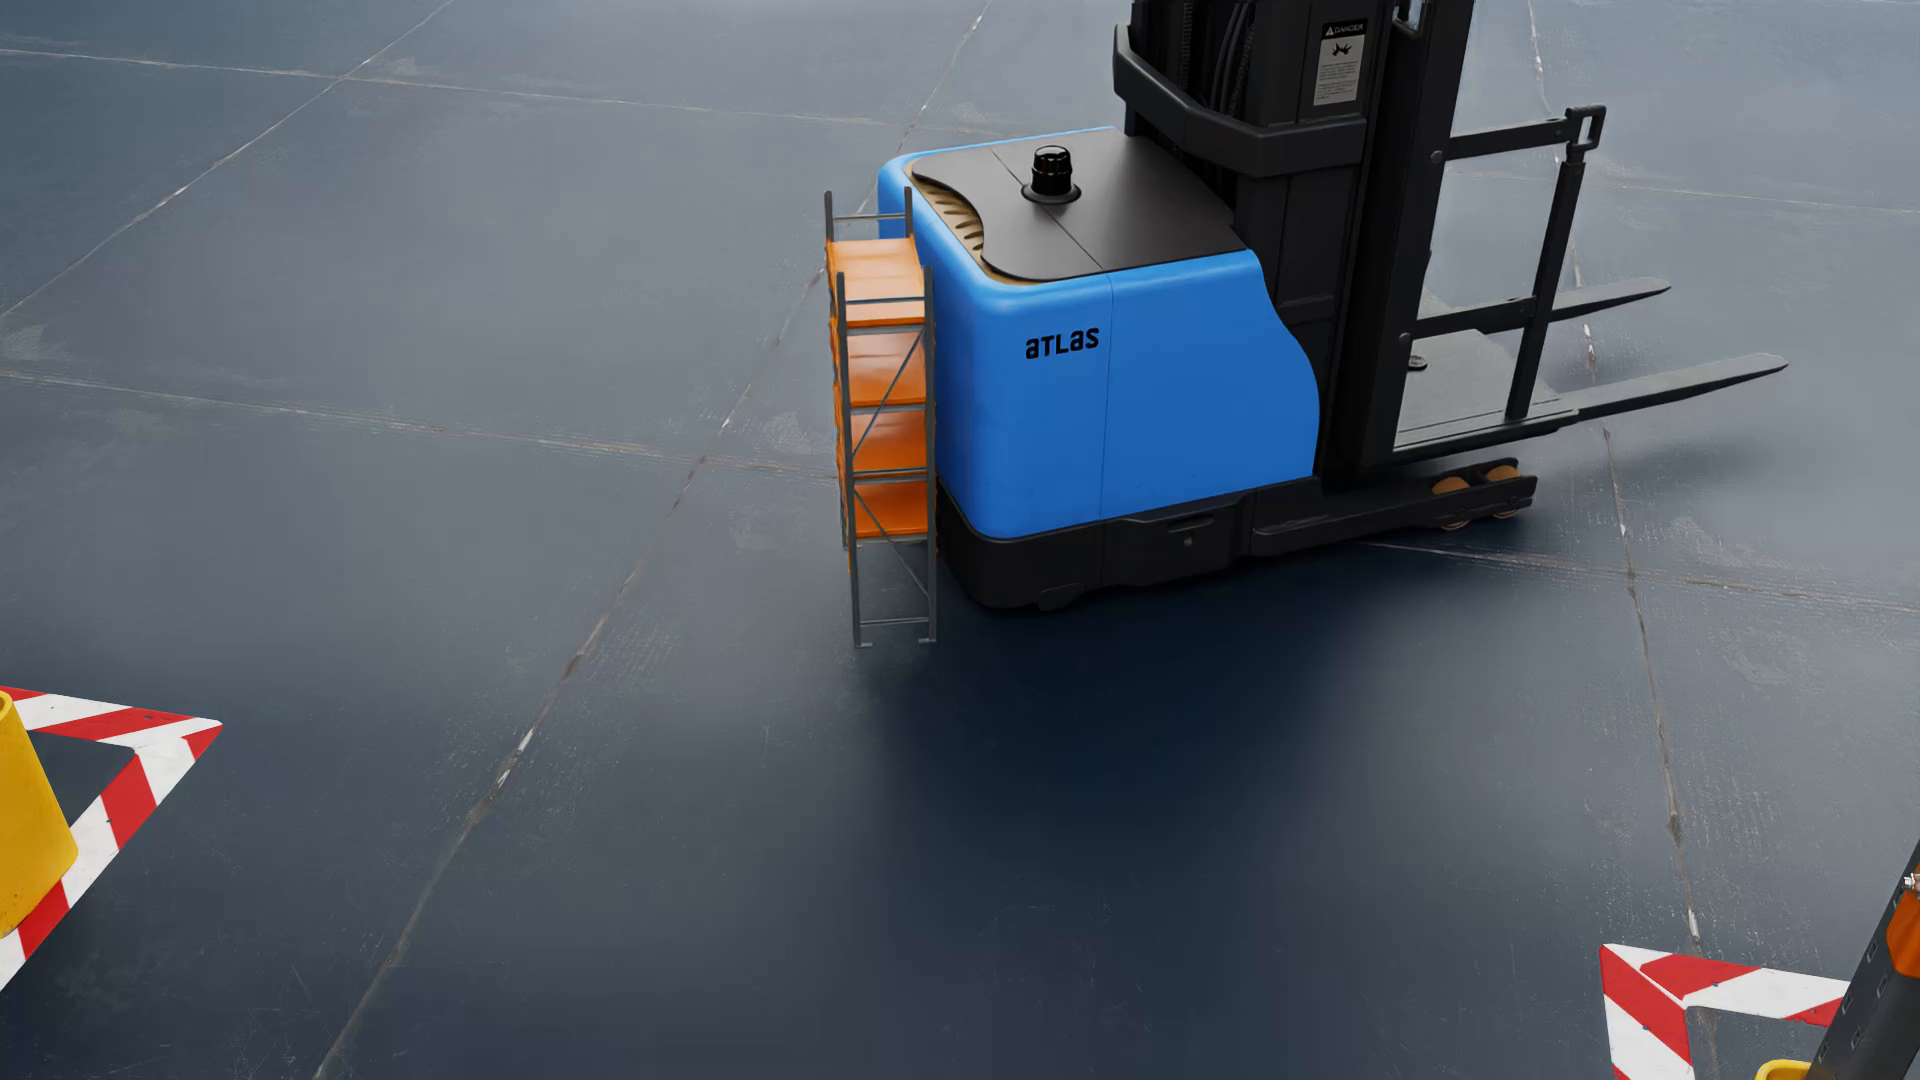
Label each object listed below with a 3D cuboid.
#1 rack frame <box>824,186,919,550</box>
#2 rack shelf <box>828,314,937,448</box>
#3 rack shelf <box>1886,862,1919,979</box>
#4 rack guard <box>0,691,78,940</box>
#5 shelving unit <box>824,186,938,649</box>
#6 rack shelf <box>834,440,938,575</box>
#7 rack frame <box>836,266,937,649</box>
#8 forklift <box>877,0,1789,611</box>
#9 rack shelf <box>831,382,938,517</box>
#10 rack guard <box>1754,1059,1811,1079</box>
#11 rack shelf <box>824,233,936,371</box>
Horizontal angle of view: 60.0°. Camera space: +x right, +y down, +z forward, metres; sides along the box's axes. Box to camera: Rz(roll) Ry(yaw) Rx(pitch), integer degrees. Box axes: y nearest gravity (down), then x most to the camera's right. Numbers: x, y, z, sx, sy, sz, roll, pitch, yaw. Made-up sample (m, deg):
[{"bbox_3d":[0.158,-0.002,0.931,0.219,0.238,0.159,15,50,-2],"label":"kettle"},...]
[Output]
[{"bbox_3d":[-0.250,-0.468,4.873,0.240,1.200,0.015,-4,36,-6],"label":"rack frame"},{"bbox_3d":[-0.219,-0.452,4.585,0.258,0.148,0.480,-4,36,-6],"label":"rack shelf"},{"bbox_3d":[1.590,1.709,0.949,1.077,0.370,4.000,7,37,10],"label":"rack shelf"},{"bbox_3d":[-2.801,0.590,4.010,1.175,0.500,0.348,7,37,10],"label":"rack guard"},{"bbox_3d":[-0.219,-0.326,4.677,0.258,1.200,0.503,-4,36,-6],"label":"shelving unit"},{"bbox_3d":[-0.219,-0.110,4.833,0.258,0.148,0.480,-4,36,-6],"label":"rack shelf"},{"bbox_3d":[-0.188,-0.184,4.481,0.240,1.200,0.015,-4,36,-6],"label":"rack frame"},{"bbox_3d":[1.311,-1.499,4.821,3.031,2.935,1.130,-12,38,-16],"label":"forklift"},{"bbox_3d":[-0.219,-0.271,4.716,0.258,0.148,0.480,-4,36,-6],"label":"rack shelf"},{"bbox_3d":[2.001,1.327,2.993,1.175,0.500,0.348,7,37,10],"label":"rack guard"},{"bbox_3d":[-0.219,-0.644,4.446,0.258,0.148,0.480,-4,36,-6],"label":"rack shelf"}]
